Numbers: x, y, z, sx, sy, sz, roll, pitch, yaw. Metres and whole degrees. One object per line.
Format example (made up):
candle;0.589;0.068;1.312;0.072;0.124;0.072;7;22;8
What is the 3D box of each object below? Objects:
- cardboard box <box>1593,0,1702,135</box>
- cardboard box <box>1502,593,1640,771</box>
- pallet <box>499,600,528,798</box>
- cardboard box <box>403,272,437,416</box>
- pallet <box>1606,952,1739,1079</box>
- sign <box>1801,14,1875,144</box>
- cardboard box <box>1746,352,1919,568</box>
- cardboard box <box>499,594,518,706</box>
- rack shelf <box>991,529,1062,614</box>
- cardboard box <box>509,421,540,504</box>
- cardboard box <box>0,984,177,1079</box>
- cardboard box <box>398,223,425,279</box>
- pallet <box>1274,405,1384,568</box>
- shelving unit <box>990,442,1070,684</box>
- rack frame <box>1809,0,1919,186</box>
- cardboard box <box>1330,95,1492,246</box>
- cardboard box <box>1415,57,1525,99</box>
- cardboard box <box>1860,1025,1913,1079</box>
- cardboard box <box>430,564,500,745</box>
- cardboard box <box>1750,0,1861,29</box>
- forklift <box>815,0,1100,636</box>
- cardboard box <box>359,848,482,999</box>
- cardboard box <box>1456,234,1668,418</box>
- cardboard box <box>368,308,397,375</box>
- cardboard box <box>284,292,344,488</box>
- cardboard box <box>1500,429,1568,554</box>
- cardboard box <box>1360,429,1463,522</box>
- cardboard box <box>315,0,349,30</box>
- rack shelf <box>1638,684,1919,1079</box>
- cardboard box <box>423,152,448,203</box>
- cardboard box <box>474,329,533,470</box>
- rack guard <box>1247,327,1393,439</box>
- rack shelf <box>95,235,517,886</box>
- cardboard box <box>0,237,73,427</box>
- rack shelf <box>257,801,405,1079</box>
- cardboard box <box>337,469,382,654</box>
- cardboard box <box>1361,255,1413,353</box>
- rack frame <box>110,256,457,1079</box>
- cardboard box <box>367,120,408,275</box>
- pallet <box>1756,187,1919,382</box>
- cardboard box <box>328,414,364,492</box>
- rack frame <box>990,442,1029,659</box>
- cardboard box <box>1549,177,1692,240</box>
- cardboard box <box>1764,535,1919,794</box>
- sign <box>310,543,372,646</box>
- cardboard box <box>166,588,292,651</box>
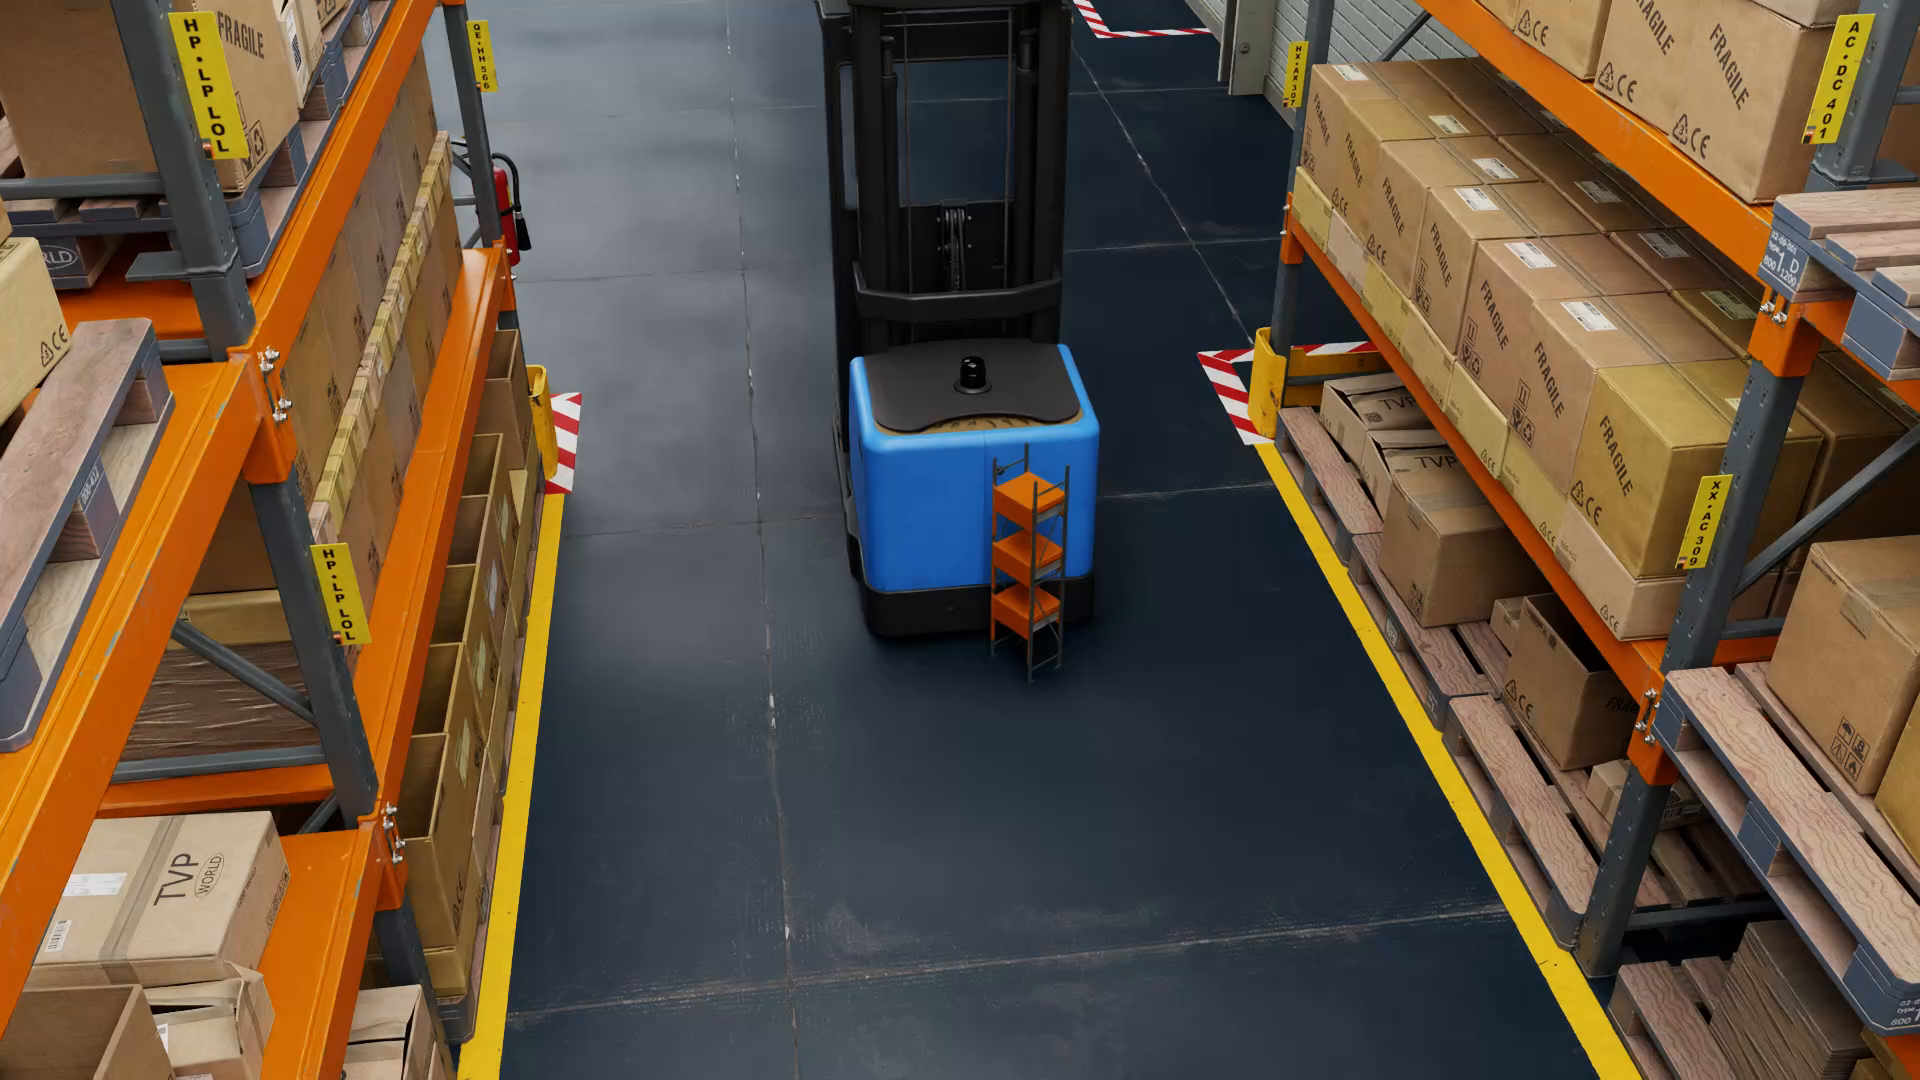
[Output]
cardboard box;2.359;-1.574;5.125;0.500;0.500;0.500;-7;35;-10
cardboard box;2.548;0.537;6.628;0.500;0.500;0.500;-7;35;-10
pallet;-2.414;0.662;7.091;1.003;0.211;1.213;-4;35;-6
cardboard box;-2.532;-0.803;6.675;0.700;0.500;0.500;-4;34;-6
pallet;2.833;1.849;5.350;1.003;0.211;1.213;-4;35;-6
sign;2.191;-1.146;4.145;0.100;0.325;0.005;-4;35;-6
cardboard box;2.871;-0.272;5.436;0.500;0.500;0.500;-5;35;-7
cardboard box;-2.140;0.483;6.947;0.500;0.250;0.500;-4;35;-6
rack shelf;0.294;0.121;7.160;0.215;0.259;0.240;-27;42;-33
cardboard box;-2.354;-0.353;8.174;0.500;0.250;0.500;-4;35;-6
cardboard box;-2.023;1.322;3.558;0.500;0.500;0.500;-2;34;-3
cardboard box;-2.340;-1.128;6.577;0.380;0.149;0.250;-3;34;-5
pallet;2.274;-0.320;8.531;1.003;0.211;1.213;-4;35;-6
shelving unit;0.294;0.112;7.154;0.215;1.050;0.252;-27;42;-33
rack frame;2.727;-2.217;3.513;1.000;3.000;0.127;-4;35;-6
cardboard box;2.012;-1.661;7.473;0.500;0.500;0.500;-4;35;-6
cardboard box;2.463;-1.979;7.941;0.500;0.500;0.500;-5;35;-7
cardboard box;2.905;1.458;4.610;0.500;0.250;0.500;-5;35;-7
cardboard box;-2.068;0.451;6.327;0.500;0.500;0.500;-4;35;-6
cardboard box;2.391;-1.699;4.422;0.500;0.500;0.500;-7;35;-10
forklift;-0.090;-1.595;7.988;1.130;2.935;3.031;-4;35;-6
cardboard box;-1.943;1.320;5.718;0.500;0.250;0.500;-4;35;-6
cardboard box;2.227;-0.795;6.202;0.500;0.500;0.500;-5;35;-8
cardboard box;-2.237;-0.699;5.947;0.380;0.149;0.250;-5;35;-7
cardboard box;-2.316;-0.467;5.031;0.700;0.500;0.500;-4;35;-6
cardboard box;2.304;-0.204;6.002;0.500;0.250;0.500;-4;35;-6
cardboard box;2.270;-0.330;8.067;0.500;0.311;0.500;-2;34;-2
cardboard box;-2.277;-1.803;4.980;0.797;0.503;0.637;-1;34;-1
rack shelf;2.996;1.675;3.767;1.077;0.370;4.000;-4;35;-6
cardboard box;-2.442;-1.558;7.207;0.380;0.149;0.250;-4;34;-5
cardboard box;-2.352;-0.663;7.963;0.500;0.500;0.500;-4;35;-6
rack guard;2.199;-0.895;9.119;1.175;0.500;0.348;-4;35;-6
rack shelf;-2.450;-0.180;6.489;1.077;0.370;4.000;-4;35;-6
cardboard box;-2.108;-0.367;3.222;0.500;0.250;0.500;-1;34;-1
rack shelf;-1.912;2.052;3.213;1.077;0.370;4.000;-4;35;-6
cardboard box;-2.324;0.057;5.414;0.700;0.500;0.500;-5;35;-7
cardboard box;2.087;-1.047;7.238;0.500;0.250;0.500;-5;35;-7
rack frame;-2.181;0.639;4.649;1.000;3.000;0.127;-4;35;-6
cardboard box;-2.517;-1.305;6.261;0.700;0.500;0.500;-4;35;-6
pallet;2.705;-0.547;3.893;1.213;0.211;1.003;-4;35;-6
cardboard box;-2.132;-0.265;5.310;0.380;0.149;0.250;-5;35;-7
rack frame;0.213;0.060;7.229;0.200;1.050;0.008;-27;42;-33
cardboard box;2.663;-1.129;6.692;0.500;0.500;0.500;-4;34;-6
cardboard box;2.762;0.325;4.630;0.700;0.500;0.500;-4;35;-6
sign;-1.645;0.147;4.413;0.100;0.325;0.005;-4;35;-6
cardboard box;-2.025;0.165;4.679;0.380;0.149;0.250;-4;35;-6
